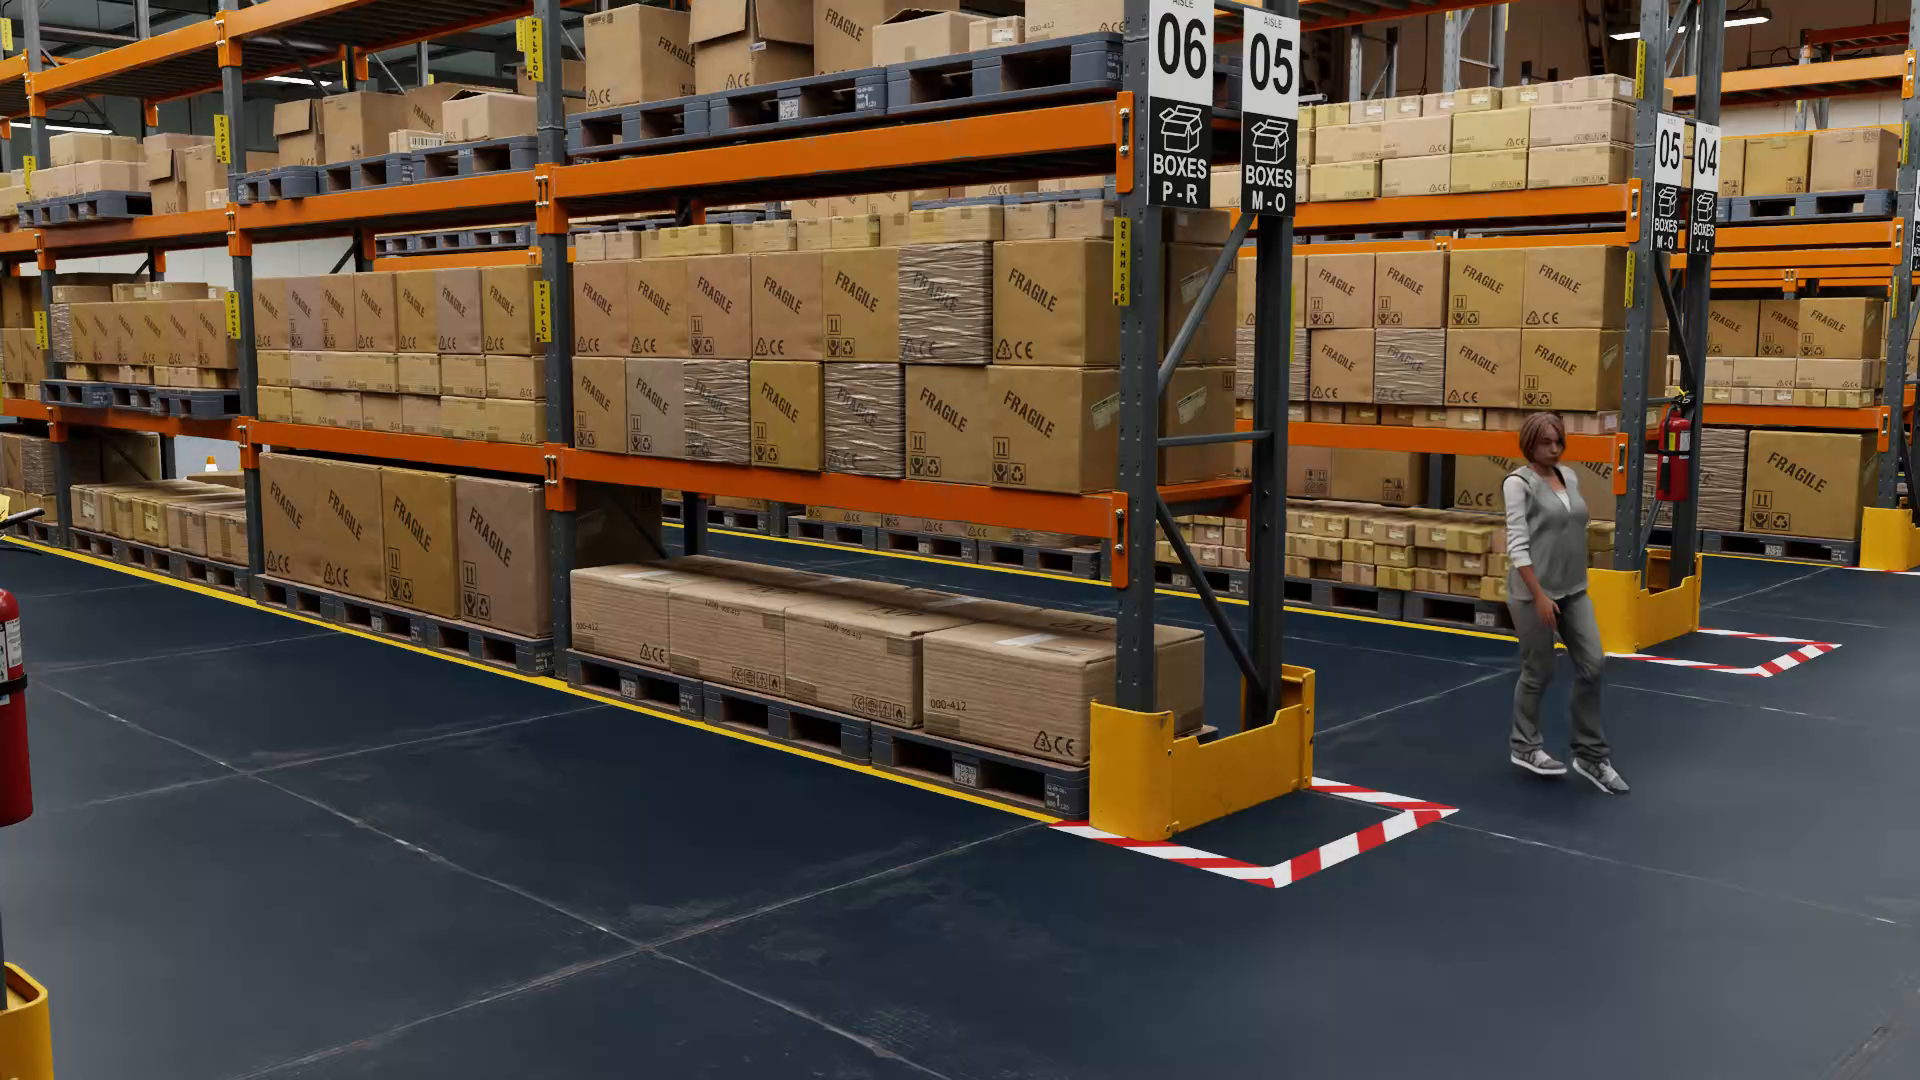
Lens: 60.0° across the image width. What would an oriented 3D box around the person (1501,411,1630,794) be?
[{"bbox_3d":[2.537,0.266,7.086,0.483,1.626,0.519,-3,8,-21],"label":"person"}]
